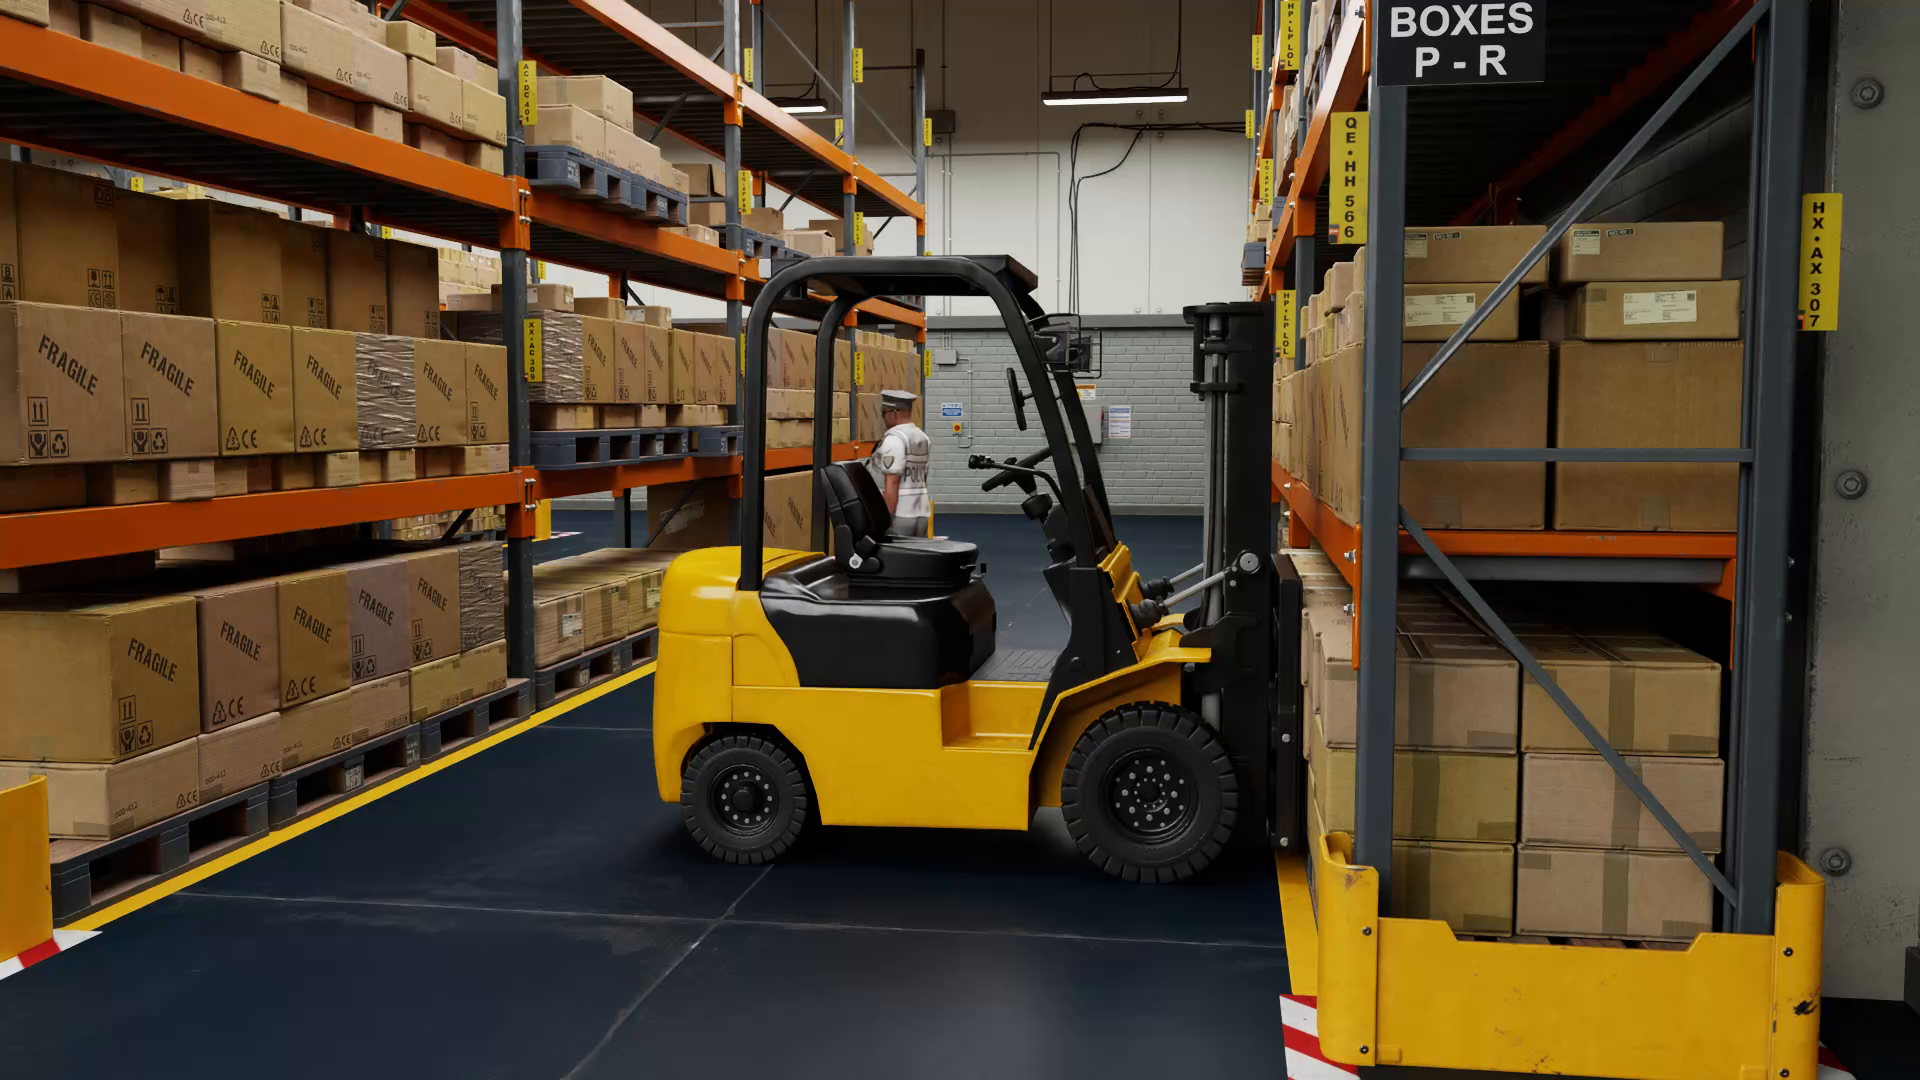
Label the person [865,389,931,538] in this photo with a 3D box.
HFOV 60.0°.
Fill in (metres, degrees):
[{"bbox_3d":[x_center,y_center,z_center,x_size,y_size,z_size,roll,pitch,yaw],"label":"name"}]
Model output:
[{"bbox_3d":[-0.382,-0.133,11.134,0.657,1.745,0.554,2,5,28],"label":"person"}]
